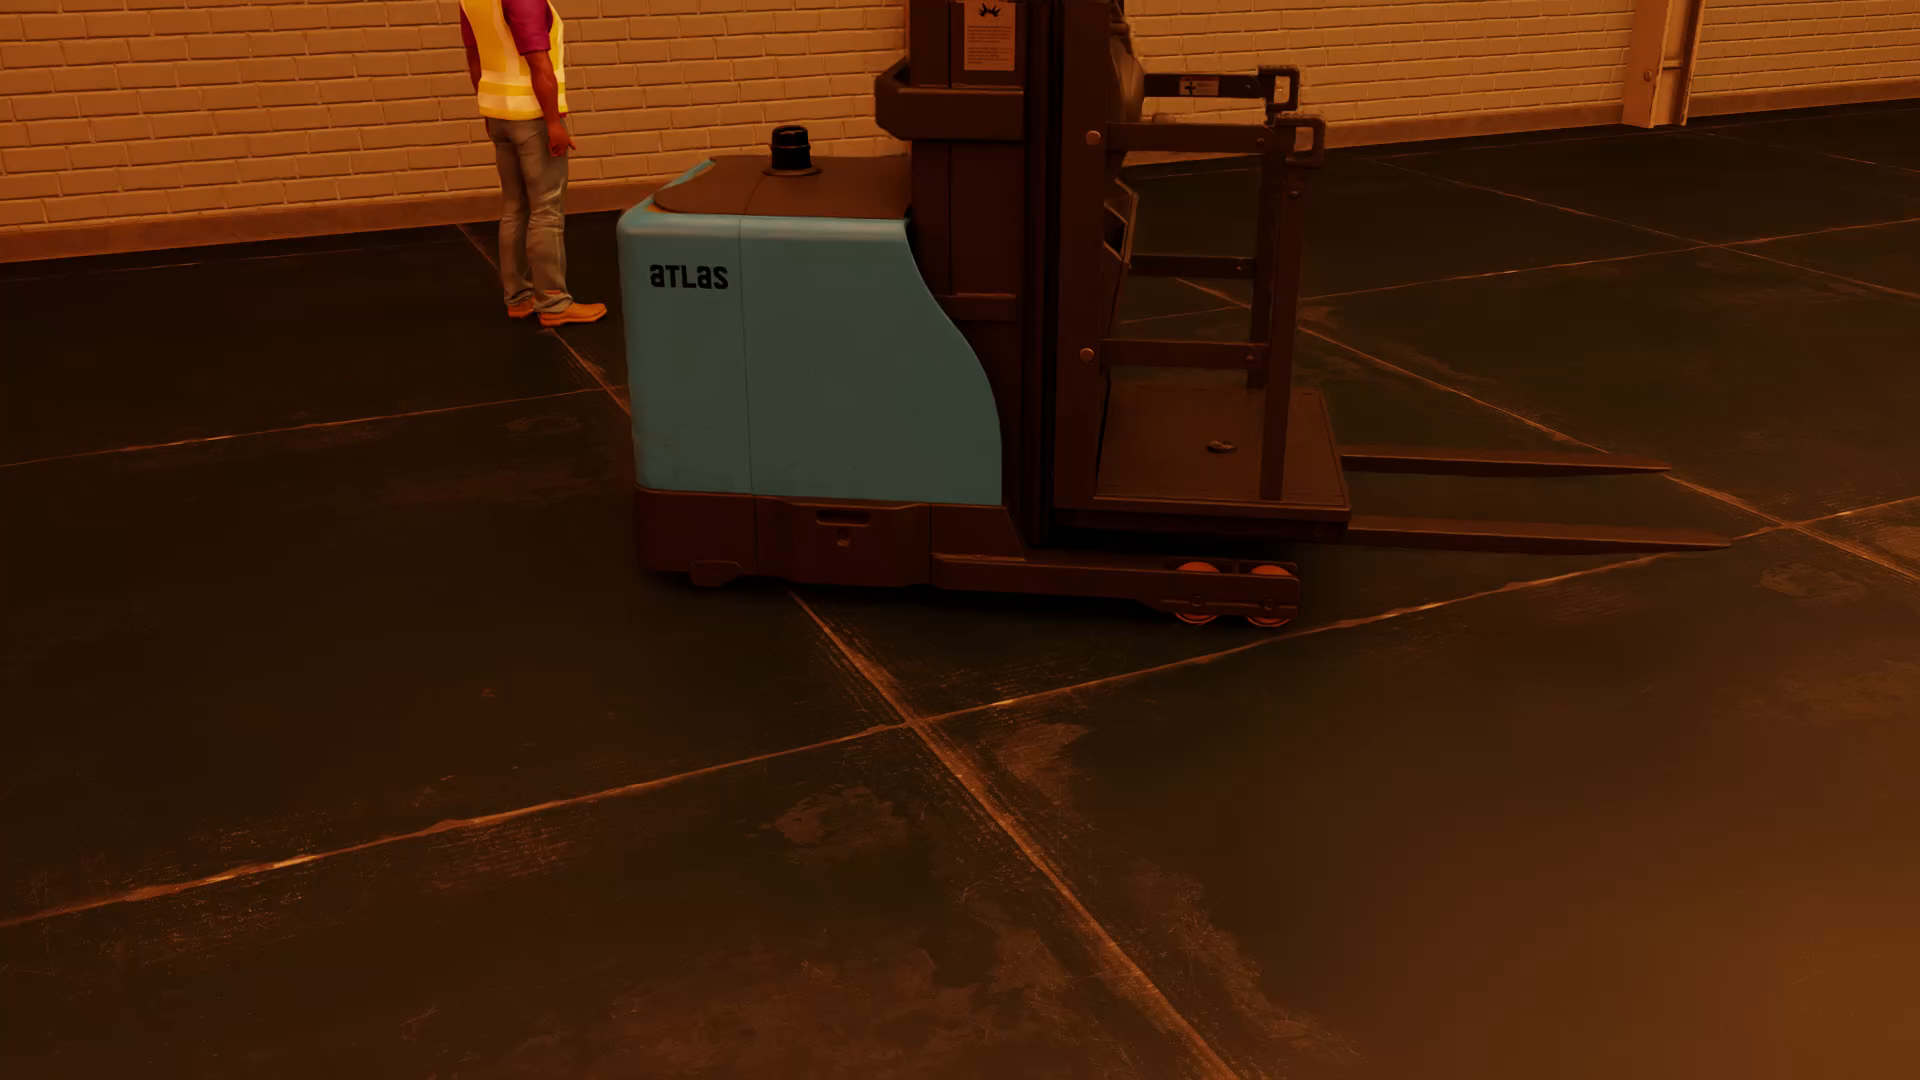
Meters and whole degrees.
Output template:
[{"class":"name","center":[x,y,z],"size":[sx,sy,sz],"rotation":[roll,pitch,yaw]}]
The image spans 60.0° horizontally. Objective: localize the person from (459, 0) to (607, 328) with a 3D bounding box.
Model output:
[{"class":"person","center":[-1.871,-1.832,7.213],"size":[0.576,1.771,0.371],"rotation":[21,30,41]}]

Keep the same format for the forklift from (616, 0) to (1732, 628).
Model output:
[{"class":"forklift","center":[0.625,-1.331,4.491],"size":[3.031,2.935,1.130],"rotation":[3,23,7]}]
